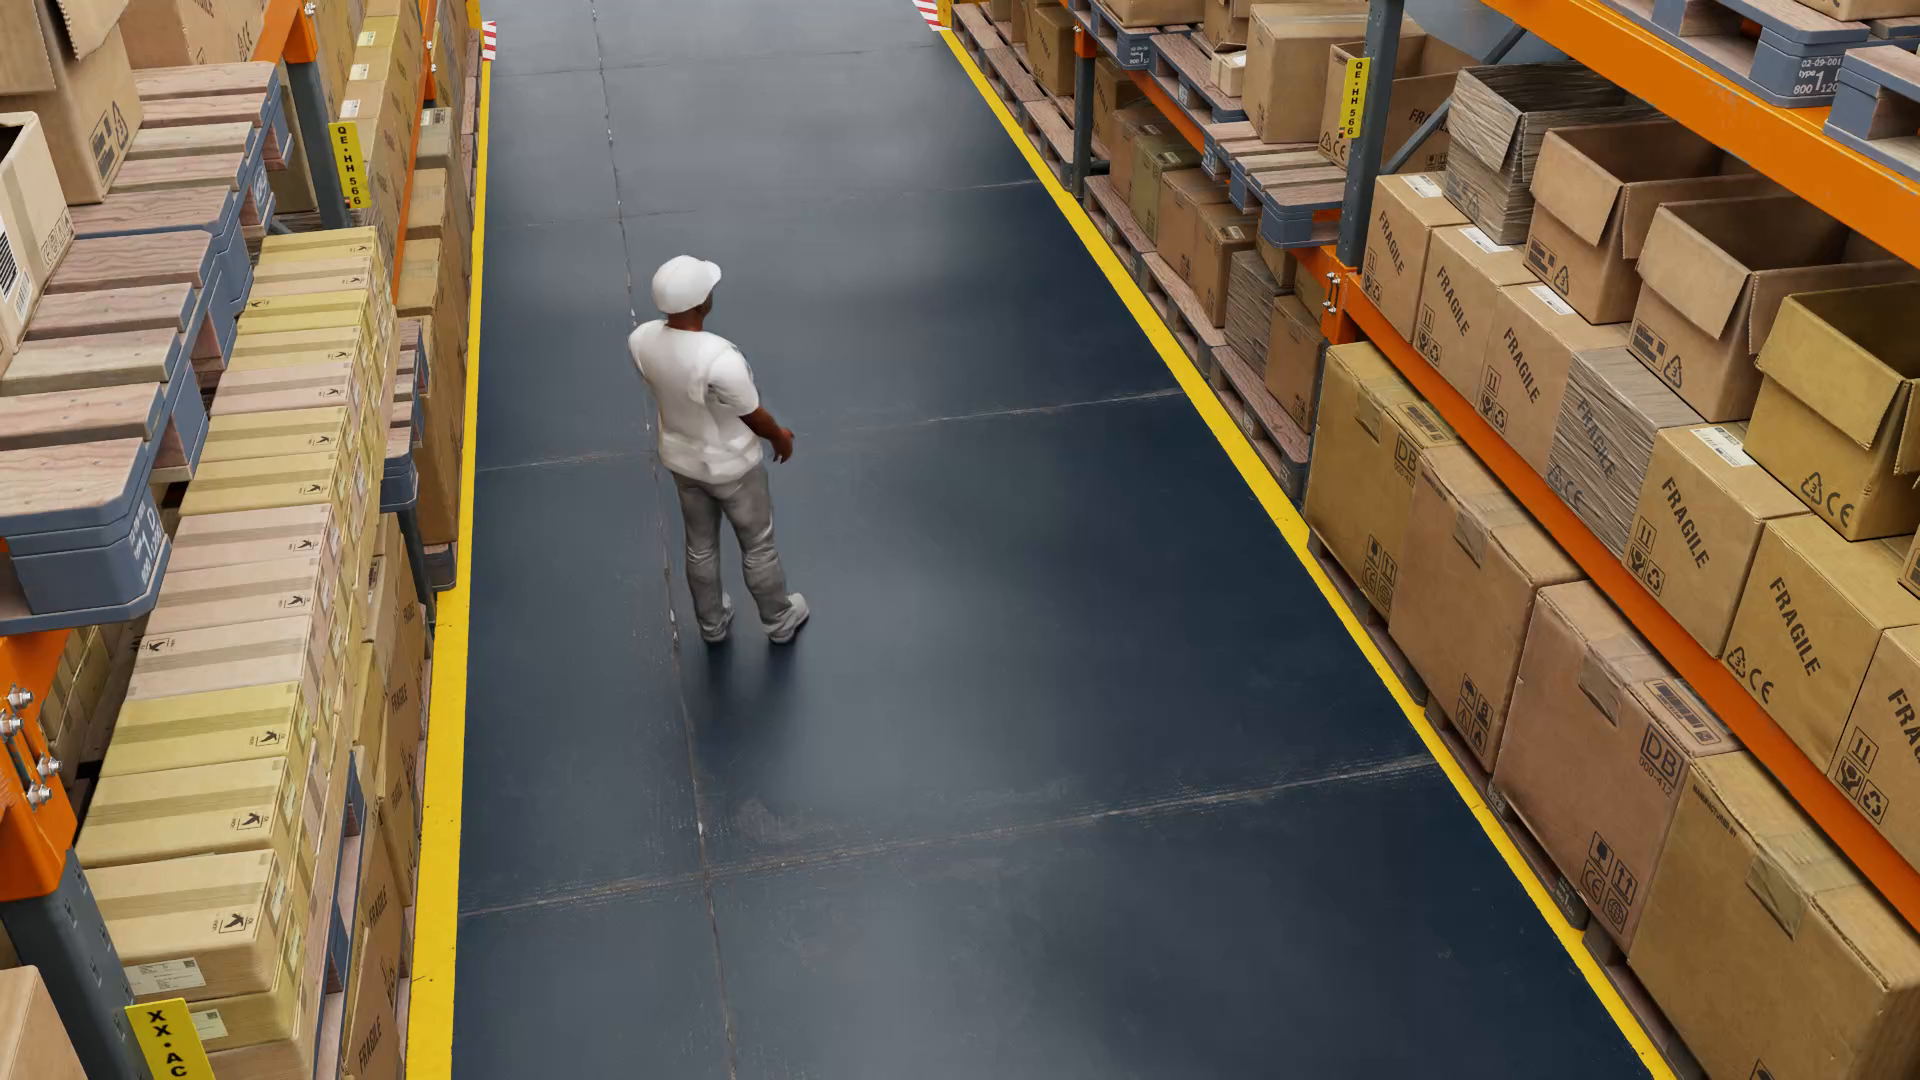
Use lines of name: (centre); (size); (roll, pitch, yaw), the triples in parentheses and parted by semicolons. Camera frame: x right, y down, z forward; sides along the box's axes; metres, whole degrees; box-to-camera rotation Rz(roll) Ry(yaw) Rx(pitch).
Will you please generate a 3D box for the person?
person: (-0.958, -0.360, 6.639); (0.553, 1.771, 0.551); (18, 38, 25)
